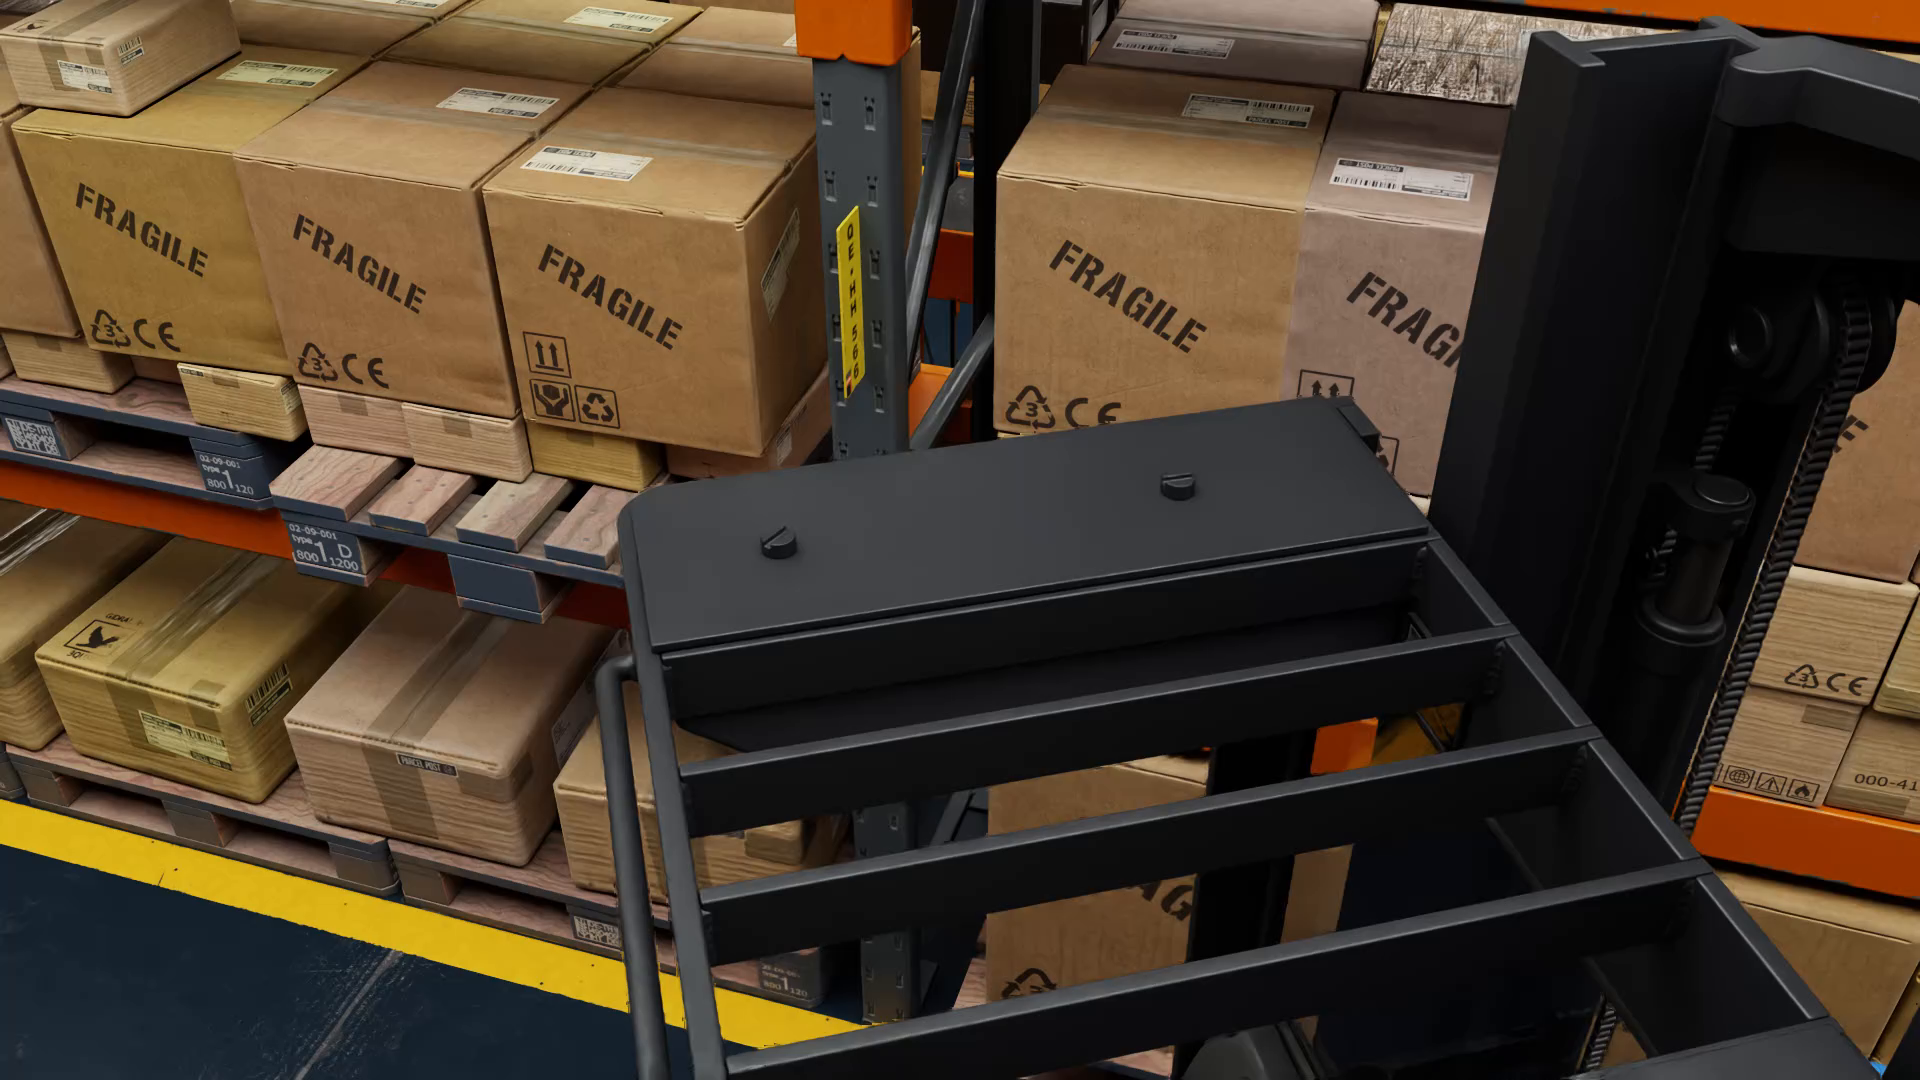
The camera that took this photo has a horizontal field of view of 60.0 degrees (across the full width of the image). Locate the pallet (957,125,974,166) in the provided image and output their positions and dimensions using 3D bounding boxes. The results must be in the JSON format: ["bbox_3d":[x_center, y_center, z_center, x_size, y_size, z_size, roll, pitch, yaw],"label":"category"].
[{"bbox_3d":[0.617,-2.158,8.504,1.213,0.211,1.003,10,38,14],"label":"pallet"}]

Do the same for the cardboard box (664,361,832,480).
[{"bbox_3d":[-0.416,-0.274,3.449,0.250,0.149,0.380,12,38,16],"label":"cardboard box"}]

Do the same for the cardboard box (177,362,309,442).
[{"bbox_3d":[-1.452,-0.389,3.606,0.250,0.149,0.380,11,38,15],"label":"cardboard box"}]

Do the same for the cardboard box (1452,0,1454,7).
[{"bbox_3d":[2.078,-2.591,7.862,0.500,0.250,0.500,10,37,13],"label":"cardboard box"}]

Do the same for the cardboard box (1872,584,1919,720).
[{"bbox_3d":[1.822,0.092,2.800,0.500,0.250,0.500,11,38,15],"label":"cardboard box"}]

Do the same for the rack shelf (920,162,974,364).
[{"bbox_3d":[0.158,-0.805,5.096,0.480,0.518,0.431,10,38,14],"label":"rack shelf"}]

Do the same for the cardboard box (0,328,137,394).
[{"bbox_3d":[-1.918,-0.503,3.760,0.250,0.149,0.380,9,37,12],"label":"cardboard box"}]

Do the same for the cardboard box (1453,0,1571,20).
[{"bbox_3d":[2.417,-2.215,7.351,0.500,0.250,0.500,10,38,13],"label":"cardboard box"}]

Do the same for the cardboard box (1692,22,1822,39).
[{"bbox_3d":[3.383,-2.029,7.098,0.500,0.250,0.500,9,37,12],"label":"cardboard box"}]

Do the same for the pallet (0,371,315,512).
[{"bbox_3d":[-1.935,-0.530,4.102,1.213,0.211,1.003,10,38,14],"label":"pallet"}]

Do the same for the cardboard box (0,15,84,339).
[{"bbox_3d":[-2.049,-0.804,3.622,0.500,0.500,0.500,9,37,12],"label":"cardboard box"}]

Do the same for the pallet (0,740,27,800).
[{"bbox_3d":[-3.107,0.272,5.202,1.213,0.211,1.003,10,38,14],"label":"pallet"}]

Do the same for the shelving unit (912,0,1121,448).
[{"bbox_3d":[0.158,-0.816,5.088,0.503,2.100,0.431,10,38,14],"label":"shelving unit"}]

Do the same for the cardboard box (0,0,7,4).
[{"bbox_3d":[-2.377,-1.184,4.138,0.500,0.500,0.500,12,38,15],"label":"cardboard box"}]

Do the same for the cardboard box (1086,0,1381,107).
[{"bbox_3d":[0.539,-0.780,3.352,0.500,0.500,0.500,10,37,13],"label":"cardboard box"}]

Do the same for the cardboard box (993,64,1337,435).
[{"bbox_3d":[0.365,-0.498,2.969,0.500,0.500,0.500,9,37,12],"label":"cardboard box"}]

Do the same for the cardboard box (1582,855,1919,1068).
[{"bbox_3d":[1.452,0.735,3.659,0.875,0.875,0.875,11,38,14],"label":"cardboard box"}]

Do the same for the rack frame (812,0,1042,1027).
[{"bbox_3d":[-0.033,-0.281,3.601,0.127,3.000,1.000,10,38,14],"label":"rack frame"}]

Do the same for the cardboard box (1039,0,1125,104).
[{"bbox_3d":[0.792,-2.521,8.188,0.750,0.750,1.050,10,38,13],"label":"cardboard box"}]

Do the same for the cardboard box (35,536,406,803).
[{"bbox_3d":[-1.998,0.240,4.756,0.625,0.372,0.950,12,38,15],"label":"cardboard box"}]

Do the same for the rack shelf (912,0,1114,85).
[{"bbox_3d":[0.158,-1.369,4.681,0.480,0.518,0.431,10,38,14],"label":"rack shelf"}]

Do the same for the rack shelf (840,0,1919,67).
[{"bbox_3d":[1.876,-0.846,2.445,4.000,0.370,1.077,10,38,14],"label":"rack shelf"}]

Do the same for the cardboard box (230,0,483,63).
[{"bbox_3d":[-1.402,-0.999,3.887,0.500,0.500,0.500,11,38,15],"label":"cardboard box"}]

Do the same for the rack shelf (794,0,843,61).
[{"bbox_3d":[-1.942,-1.553,3.405,4.000,0.370,1.077,10,38,14],"label":"rack shelf"}]

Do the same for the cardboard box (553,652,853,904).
[{"bbox_3d":[-0.569,0.503,4.399,0.625,0.372,0.950,8,37,11],"label":"cardboard box"}]

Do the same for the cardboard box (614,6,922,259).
[{"bbox_3d":[-0.393,-0.820,3.645,0.500,0.500,0.500,9,37,13],"label":"cardboard box"}]

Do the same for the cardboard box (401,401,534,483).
[{"bbox_3d":[-0.947,-0.299,3.484,0.250,0.149,0.380,10,38,14],"label":"cardboard box"}]

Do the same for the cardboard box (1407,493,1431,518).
[{"bbox_3d":[0.870,-0.100,3.061,0.500,0.250,0.500,11,38,15],"label":"cardboard box"}]

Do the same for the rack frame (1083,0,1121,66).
[{"bbox_3d":[0.391,-0.773,5.029,0.015,2.100,0.400,10,38,14],"label":"rack frame"}]

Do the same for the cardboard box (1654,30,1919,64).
[{"bbox_3d":[1.503,-0.603,3.111,0.500,0.500,0.500,11,38,14],"label":"cardboard box"}]

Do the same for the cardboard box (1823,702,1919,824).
[{"bbox_3d":[1.826,0.271,2.978,0.500,0.250,0.500,10,38,14],"label":"cardboard box"}]

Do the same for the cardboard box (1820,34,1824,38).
[{"bbox_3d":[4.029,-2.230,7.371,0.500,0.250,0.500,12,38,15],"label":"cardboard box"}]

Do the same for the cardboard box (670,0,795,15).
[{"bbox_3d":[-0.932,-2.838,8.619,0.750,0.750,1.050,10,38,14],"label":"cardboard box"}]

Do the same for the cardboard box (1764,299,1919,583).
[{"bbox_3d":[1.331,-0.316,2.721,0.500,0.500,0.500,12,38,15],"label":"cardboard box"}]

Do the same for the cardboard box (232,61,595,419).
[{"bbox_3d":[-1.046,-0.618,3.370,0.500,0.500,0.500,10,38,13],"label":"cardboard box"}]

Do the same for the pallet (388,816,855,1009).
[{"bbox_3d":[-0.778,0.703,4.616,1.213,0.211,1.003,10,38,14],"label":"pallet"}]
